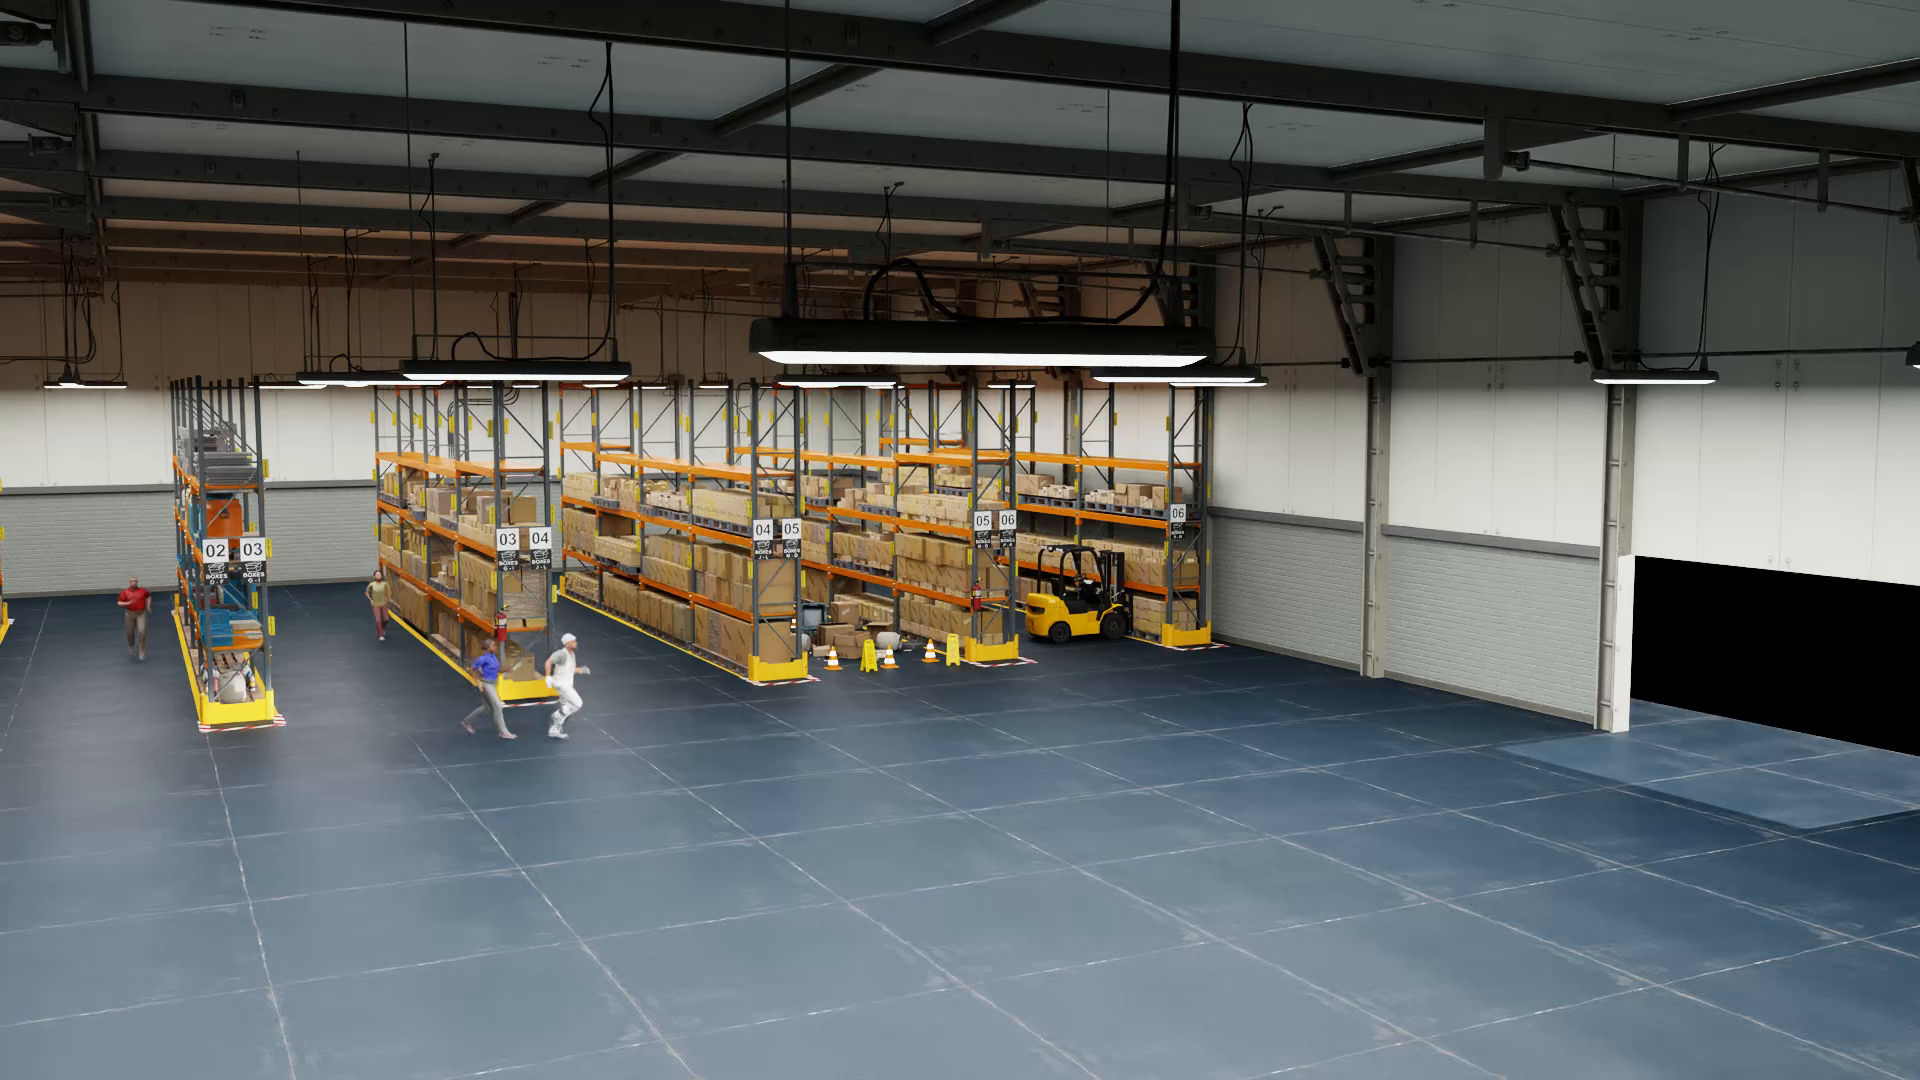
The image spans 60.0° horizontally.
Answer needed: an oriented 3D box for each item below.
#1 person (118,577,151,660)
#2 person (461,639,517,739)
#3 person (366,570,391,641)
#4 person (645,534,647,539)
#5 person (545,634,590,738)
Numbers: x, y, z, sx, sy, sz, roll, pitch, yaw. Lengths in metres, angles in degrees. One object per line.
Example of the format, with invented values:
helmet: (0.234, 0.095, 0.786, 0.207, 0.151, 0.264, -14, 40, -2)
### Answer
person: (-17.762, 1.658, 35.818, 0.657, 1.733, 0.968, -3, 6, -29)
person: (-7.777, 2.497, 27.356, 0.939, 1.534, 0.574, 0, 5, 2)
person: (-13.398, 1.501, 38.348, 0.565, 1.624, 0.548, -2, 6, -26)
person: (-9.009, 0.642, 47.816, 0.562, 1.670, 0.703, 5, 7, 42)
person: (-6.471, 2.412, 27.477, 0.681, 1.726, 0.709, 1, 5, 6)
